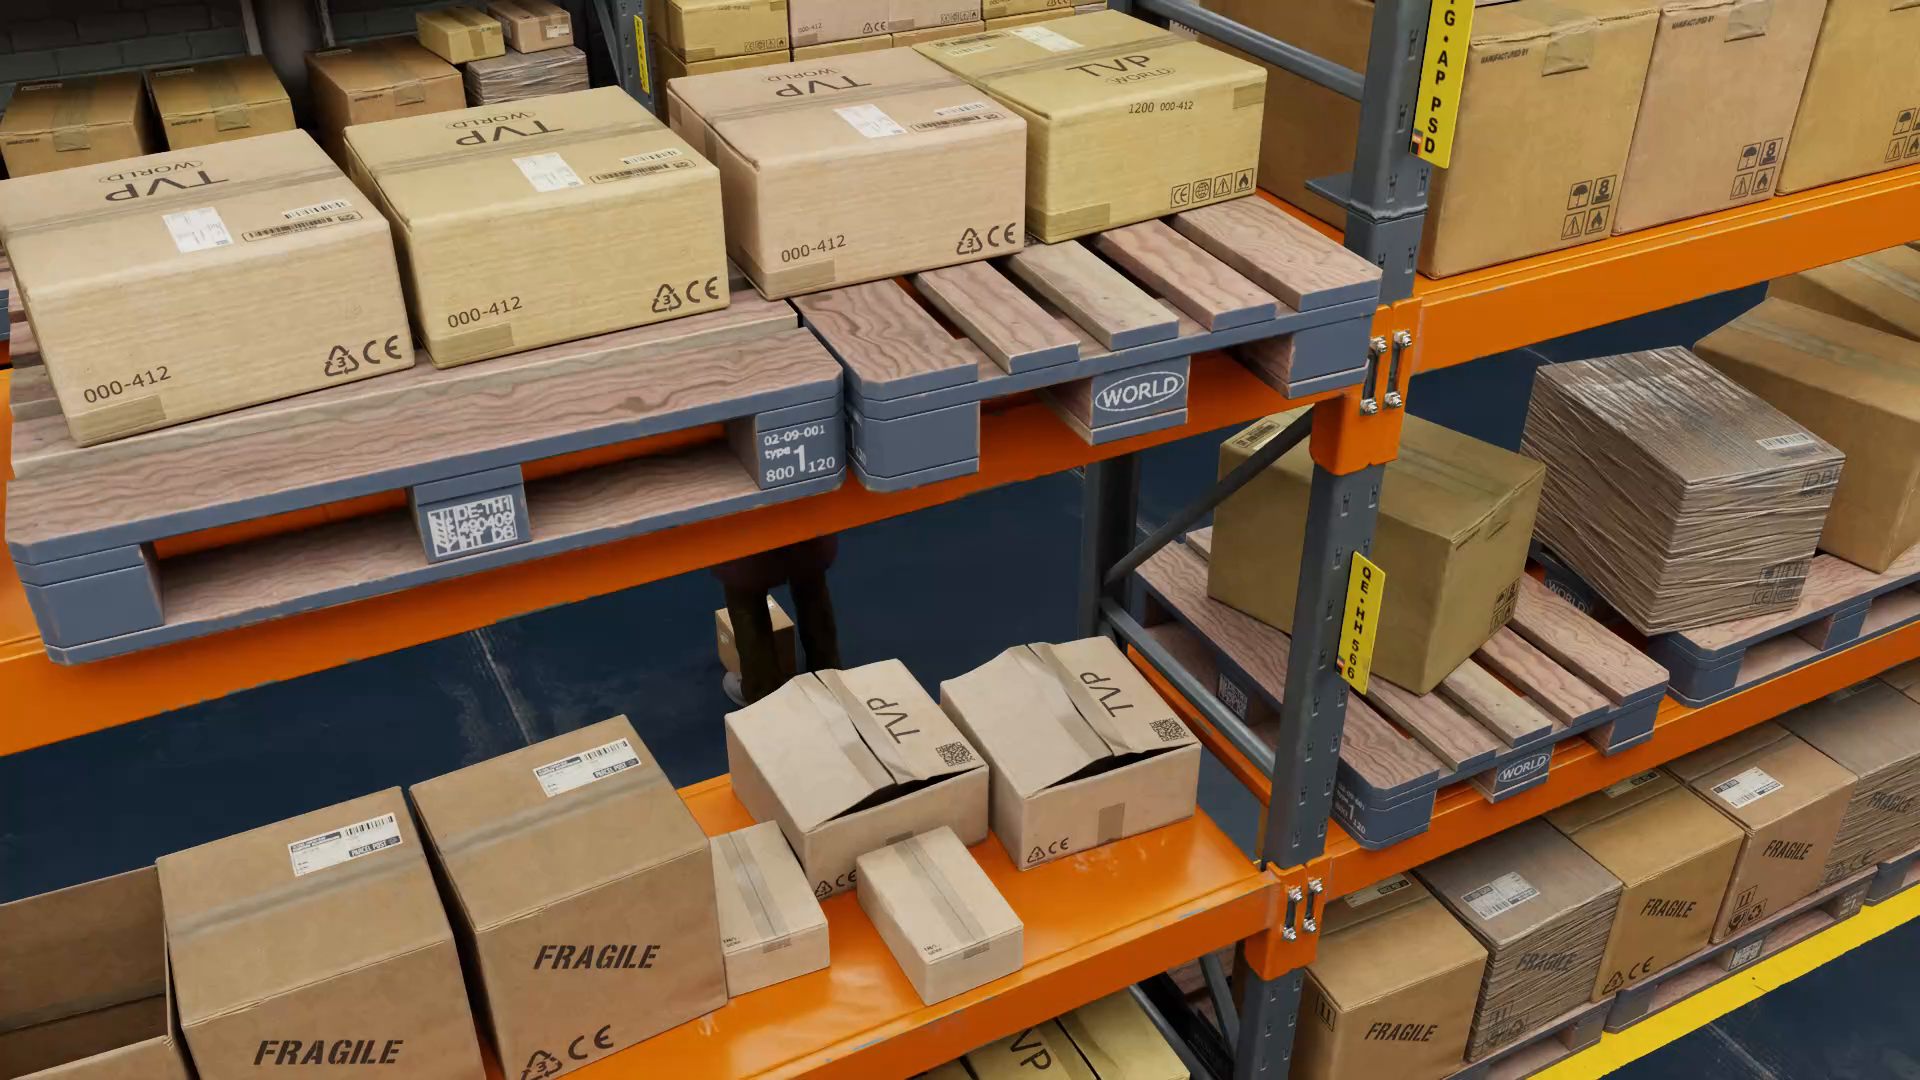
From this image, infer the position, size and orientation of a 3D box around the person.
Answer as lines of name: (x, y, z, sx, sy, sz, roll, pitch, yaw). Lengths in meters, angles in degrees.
person: (-0.717, -0.103, 6.314, 0.641, 1.773, 0.427, -16, 36, -23)
